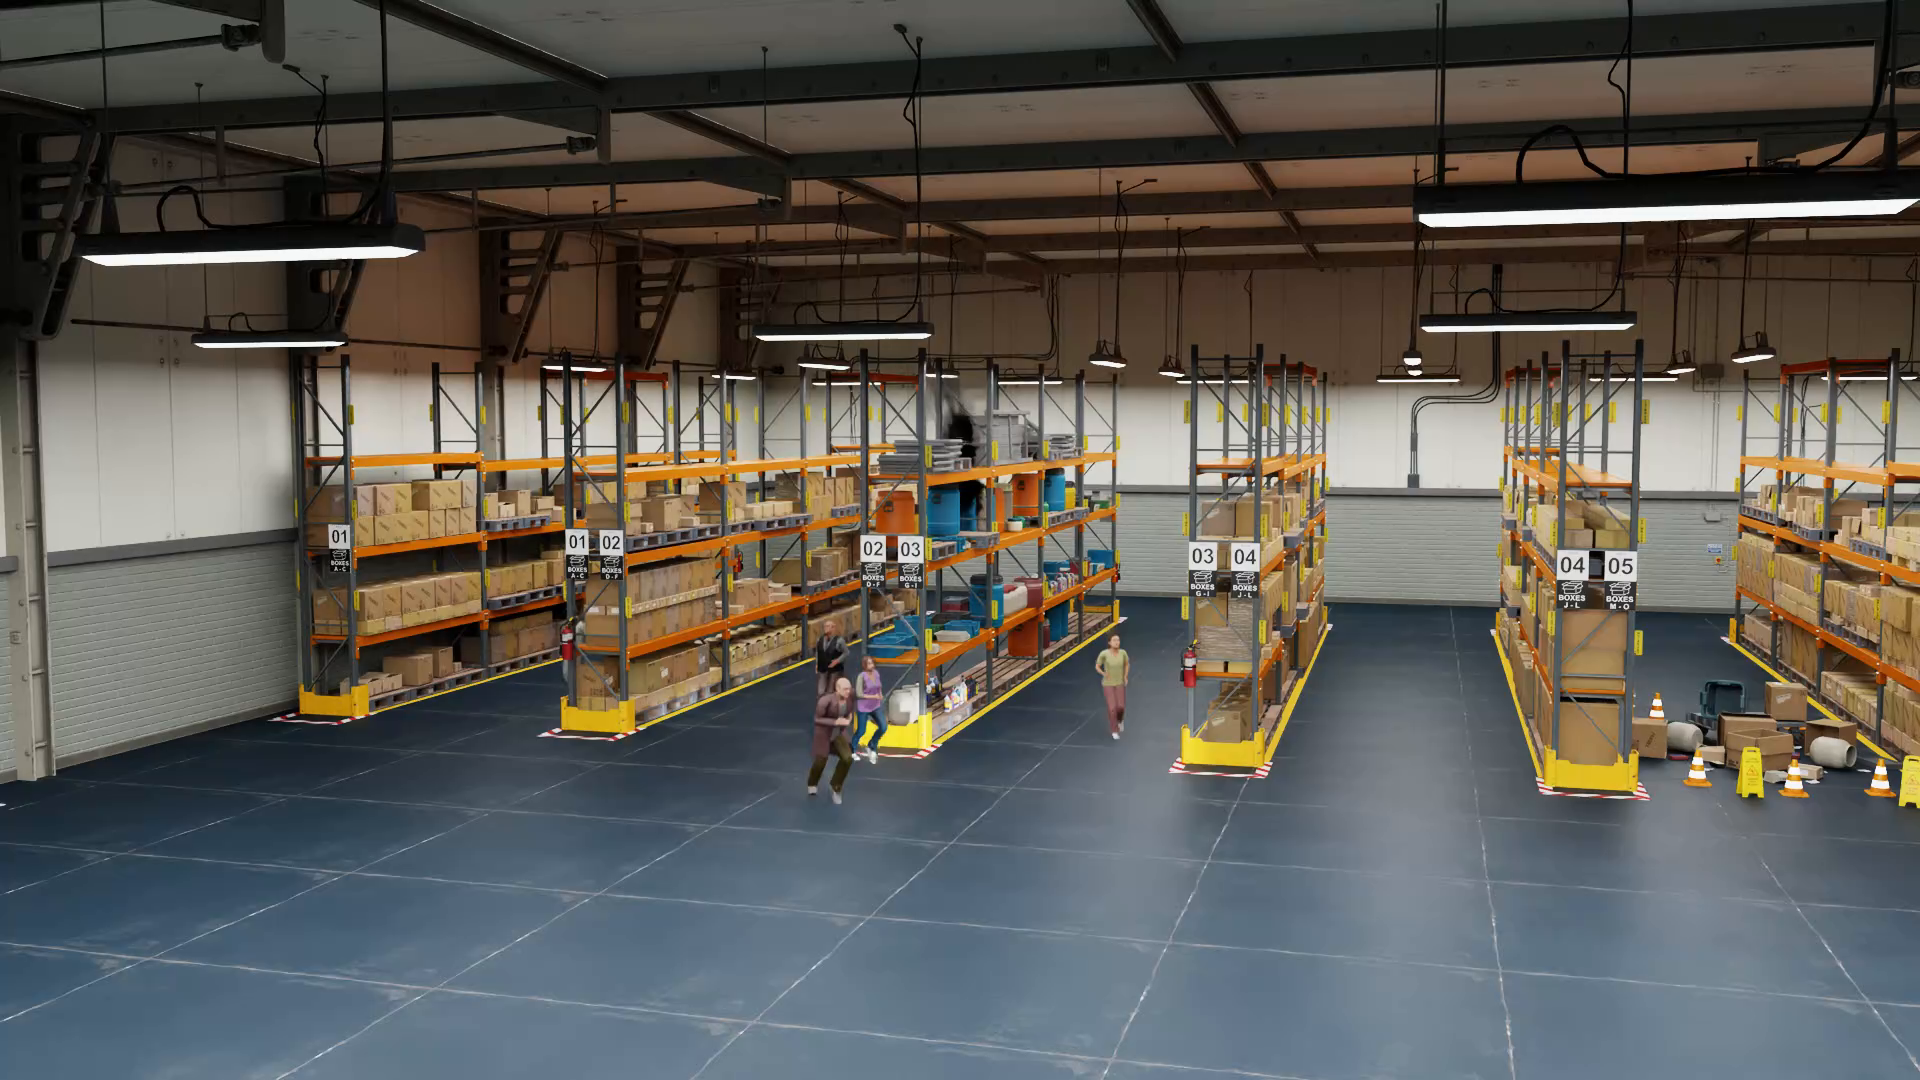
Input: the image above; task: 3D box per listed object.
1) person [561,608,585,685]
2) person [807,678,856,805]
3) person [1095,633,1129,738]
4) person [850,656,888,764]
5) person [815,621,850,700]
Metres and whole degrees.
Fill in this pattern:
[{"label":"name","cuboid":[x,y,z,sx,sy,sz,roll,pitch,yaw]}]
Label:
[{"label":"person","cuboid":[-6.810,1.997,29.364,0.565,1.630,0.572,1,4,16]},{"label":"person","cuboid":[-1.657,2.585,21.514,0.748,1.704,1.058,-3,5,-37]},{"label":"person","cuboid":[2.376,2.258,25.782,0.569,1.642,0.562,0,4,-6]},{"label":"person","cuboid":[-1.288,2.417,23.745,0.546,1.560,0.794,-3,5,-37]},{"label":"person","cuboid":[-2.103,2.148,26.904,0.651,1.693,0.607,1,5,18]}]
